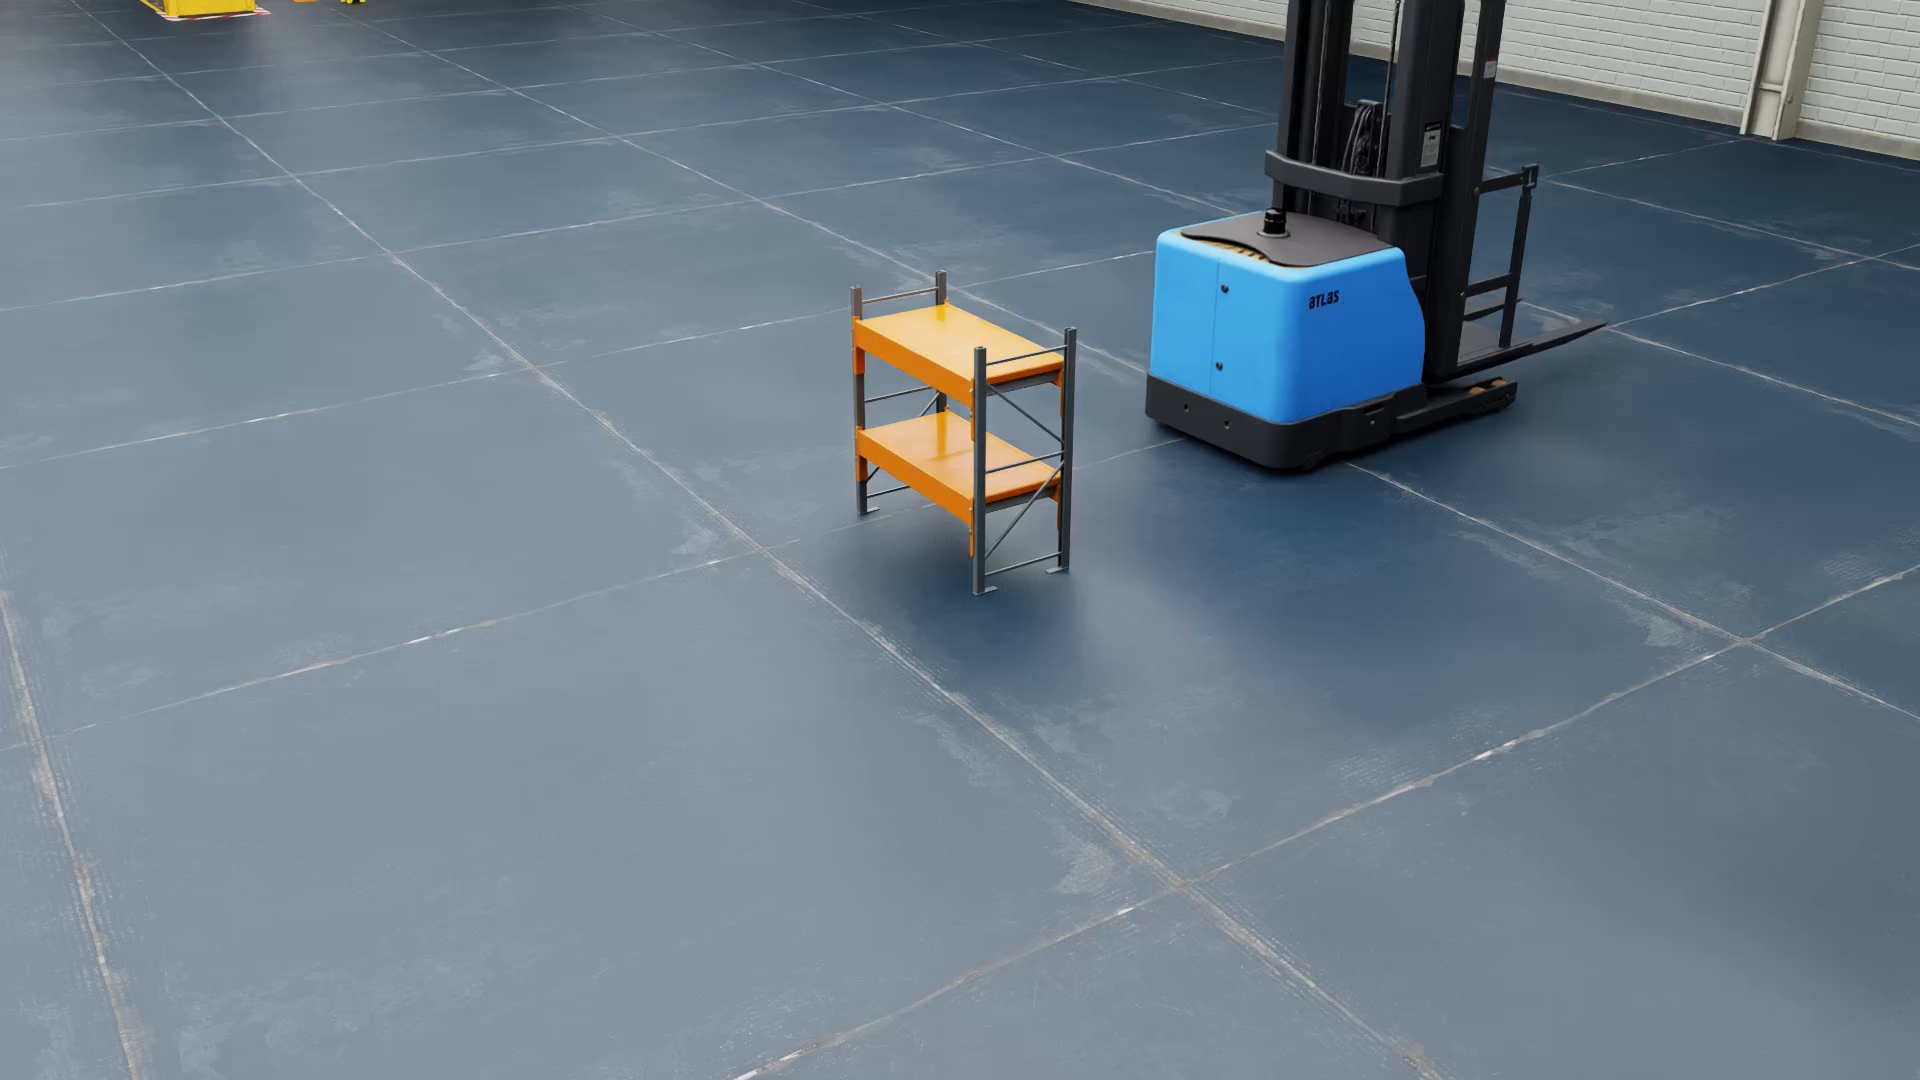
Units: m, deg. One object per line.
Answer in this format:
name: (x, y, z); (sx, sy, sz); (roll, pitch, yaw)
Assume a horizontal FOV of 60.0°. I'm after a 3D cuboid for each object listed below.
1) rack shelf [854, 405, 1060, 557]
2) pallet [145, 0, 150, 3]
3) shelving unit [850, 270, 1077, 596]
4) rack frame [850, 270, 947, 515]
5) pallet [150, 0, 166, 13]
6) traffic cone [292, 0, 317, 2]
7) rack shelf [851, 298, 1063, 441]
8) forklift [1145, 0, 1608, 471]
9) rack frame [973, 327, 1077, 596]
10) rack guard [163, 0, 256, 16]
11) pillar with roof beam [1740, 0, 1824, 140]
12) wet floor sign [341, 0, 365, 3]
rack shelf: (-0.004, -0.290, 7.619); (0.538, 0.278, 1.000); (-16, 29, -30)
pallet: (-11.840, -8.331, 25.150); (1.003, 0.211, 1.213); (-16, 29, -30)
shelving unit: (-0.004, -0.511, 7.515); (0.538, 1.125, 1.048); (-16, 29, -30)
rack frame: (-0.281, -0.693, 7.900); (0.500, 1.125, 0.032); (-16, 29, -30)
pallet: (-11.178, -7.895, 24.227); (1.003, 0.211, 1.213); (-16, 29, -30)
traffic cone: (-9.776, -8.262, 24.709); (0.336, 0.463, 0.334); (-16, 29, -30)
rack shelf: (-0.004, -0.776, 7.390); (0.538, 0.278, 1.000); (-16, 29, -30)
forklift: (2.490, -2.164, 8.902); (3.031, 2.935, 1.130); (-18, 31, -33)
rack frame: (0.274, -0.329, 7.130); (0.500, 1.125, 0.032); (-16, 29, -30)
rack guard: (-10.663, -7.749, 23.580); (1.175, 0.500, 0.348); (-16, 29, -30)
pillar with roof beam: (4.167, -6.967, 11.966); (9.100, 9.000, 0.400); (-16, 29, -30)
wet floor sign: (-9.001, -8.275, 24.522); (0.267, 0.644, 0.232); (-22, 33, -38)
